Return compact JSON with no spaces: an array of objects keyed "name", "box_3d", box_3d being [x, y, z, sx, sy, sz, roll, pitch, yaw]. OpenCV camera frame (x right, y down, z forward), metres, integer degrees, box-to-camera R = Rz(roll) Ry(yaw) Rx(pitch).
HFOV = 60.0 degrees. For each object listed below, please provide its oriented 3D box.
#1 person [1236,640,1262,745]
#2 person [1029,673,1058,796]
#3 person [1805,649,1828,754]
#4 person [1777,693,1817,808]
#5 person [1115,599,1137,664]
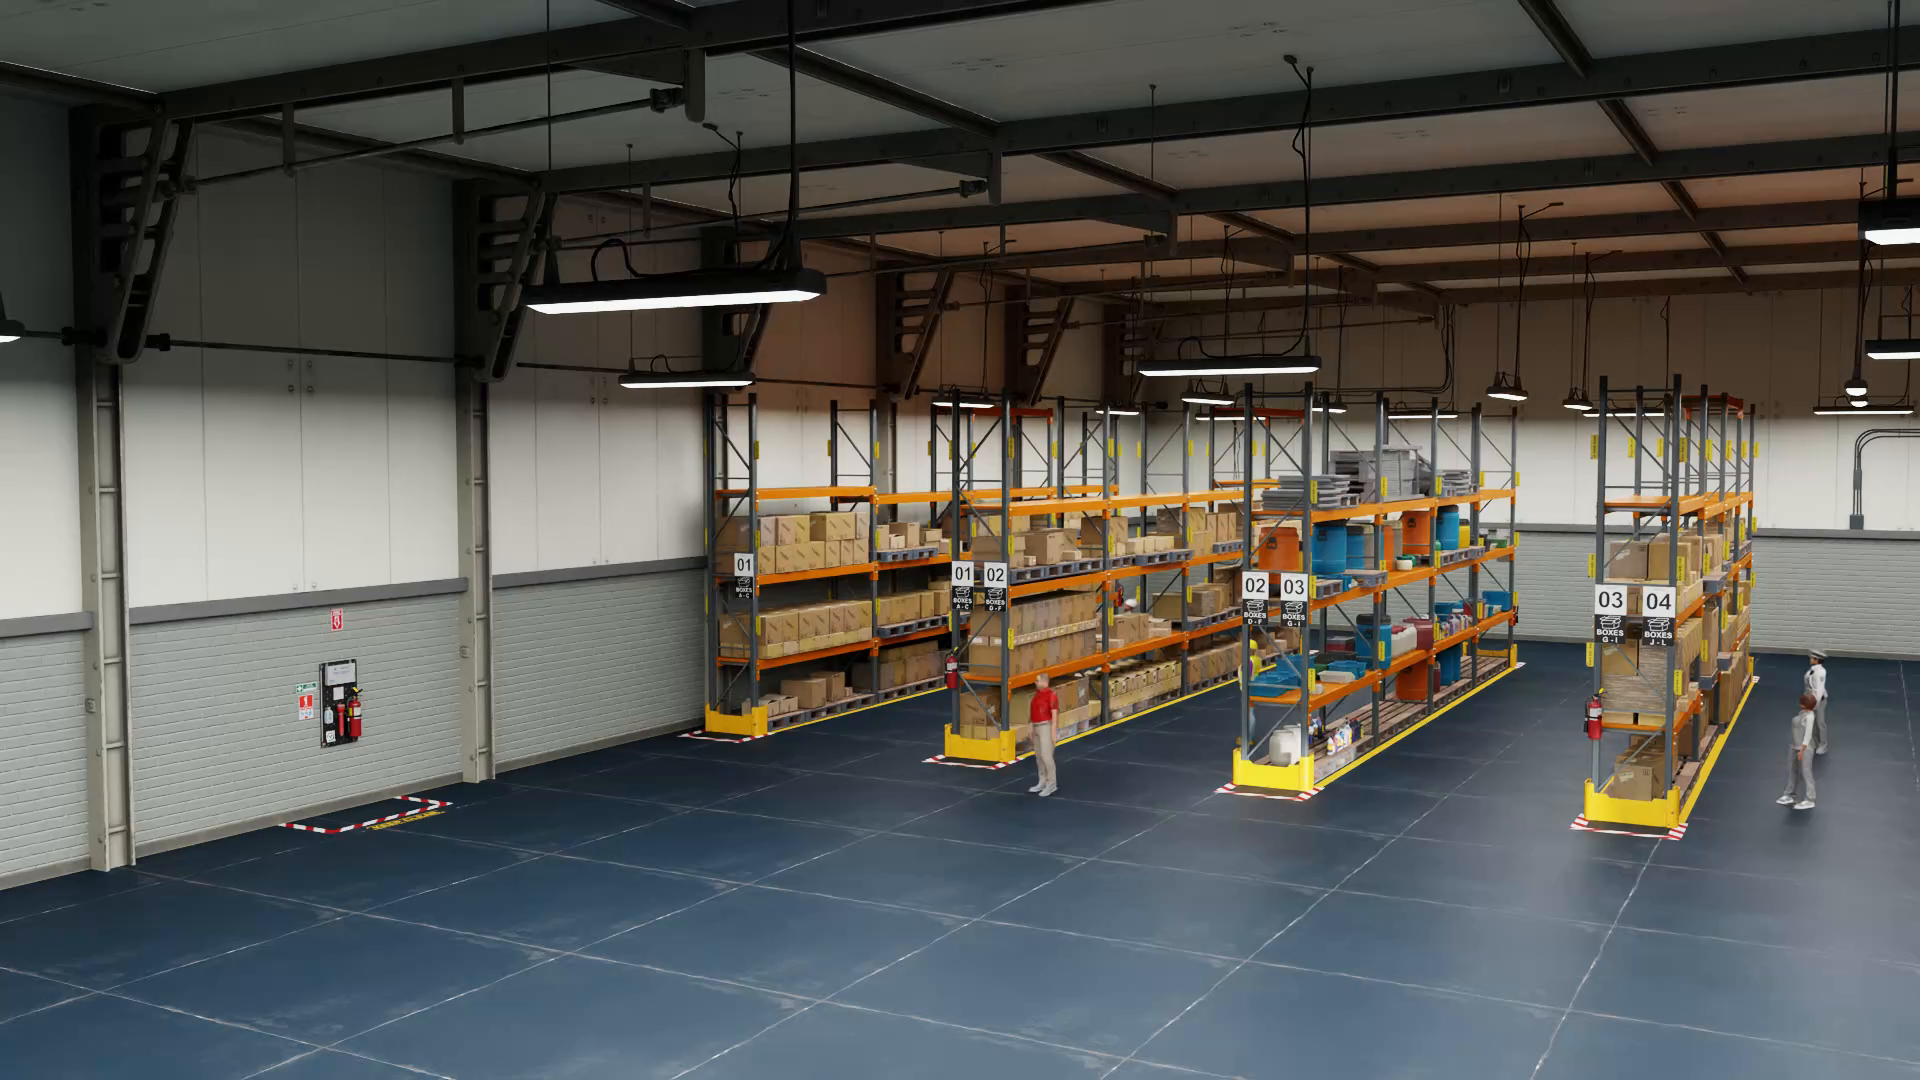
[{"name":"person","box_3d":[4.921,2.578,28.303,0.412,1.770,0.613,1,3,14]},{"name":"person","box_3d":[1.205,2.835,24.360,0.386,1.770,0.602,-1,3,-25]},{"name":"person","box_3d":[14.220,2.680,27.641,0.375,1.723,0.508,0,3,-8]},{"name":"person","box_3d":[11.754,2.937,23.310,0.424,1.593,0.475,0,3,-7]},{"name":"person","box_3d":[3.663,2.163,36.506,0.496,1.716,1.045,2,3,27]}]
